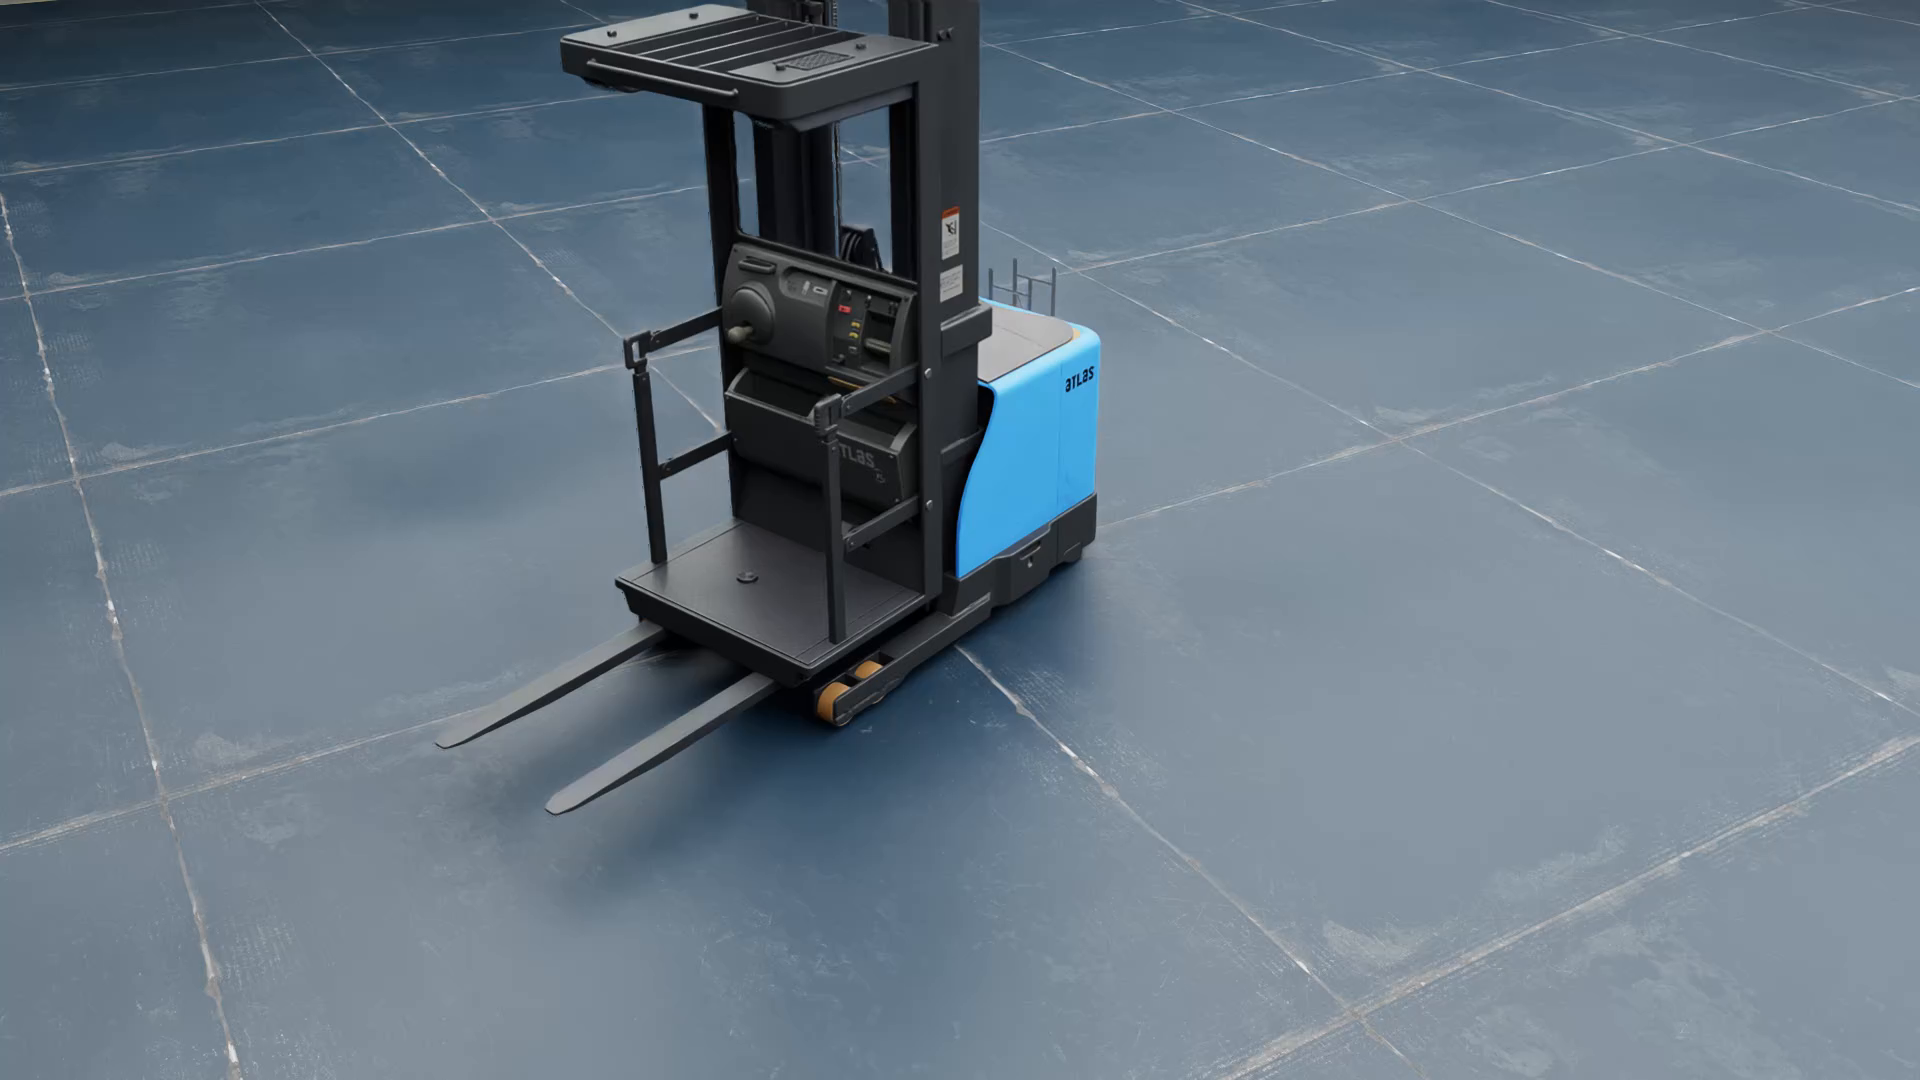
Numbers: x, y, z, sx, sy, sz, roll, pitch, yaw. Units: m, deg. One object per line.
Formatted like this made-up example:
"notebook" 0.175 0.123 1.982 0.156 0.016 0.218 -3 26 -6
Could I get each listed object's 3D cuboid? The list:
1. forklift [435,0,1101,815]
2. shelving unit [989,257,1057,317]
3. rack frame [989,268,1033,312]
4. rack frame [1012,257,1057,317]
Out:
"forklift" -0.687 -0.834 6.228 1.130 2.935 3.031 21 35 33
"shelving unit" 0.282 -0.699 7.775 0.258 1.200 0.189 21 35 33
"rack frame" 0.225 -0.664 7.712 0.240 1.200 0.006 21 35 33
"rack frame" 0.339 -0.734 7.838 0.240 1.200 0.006 21 35 33
